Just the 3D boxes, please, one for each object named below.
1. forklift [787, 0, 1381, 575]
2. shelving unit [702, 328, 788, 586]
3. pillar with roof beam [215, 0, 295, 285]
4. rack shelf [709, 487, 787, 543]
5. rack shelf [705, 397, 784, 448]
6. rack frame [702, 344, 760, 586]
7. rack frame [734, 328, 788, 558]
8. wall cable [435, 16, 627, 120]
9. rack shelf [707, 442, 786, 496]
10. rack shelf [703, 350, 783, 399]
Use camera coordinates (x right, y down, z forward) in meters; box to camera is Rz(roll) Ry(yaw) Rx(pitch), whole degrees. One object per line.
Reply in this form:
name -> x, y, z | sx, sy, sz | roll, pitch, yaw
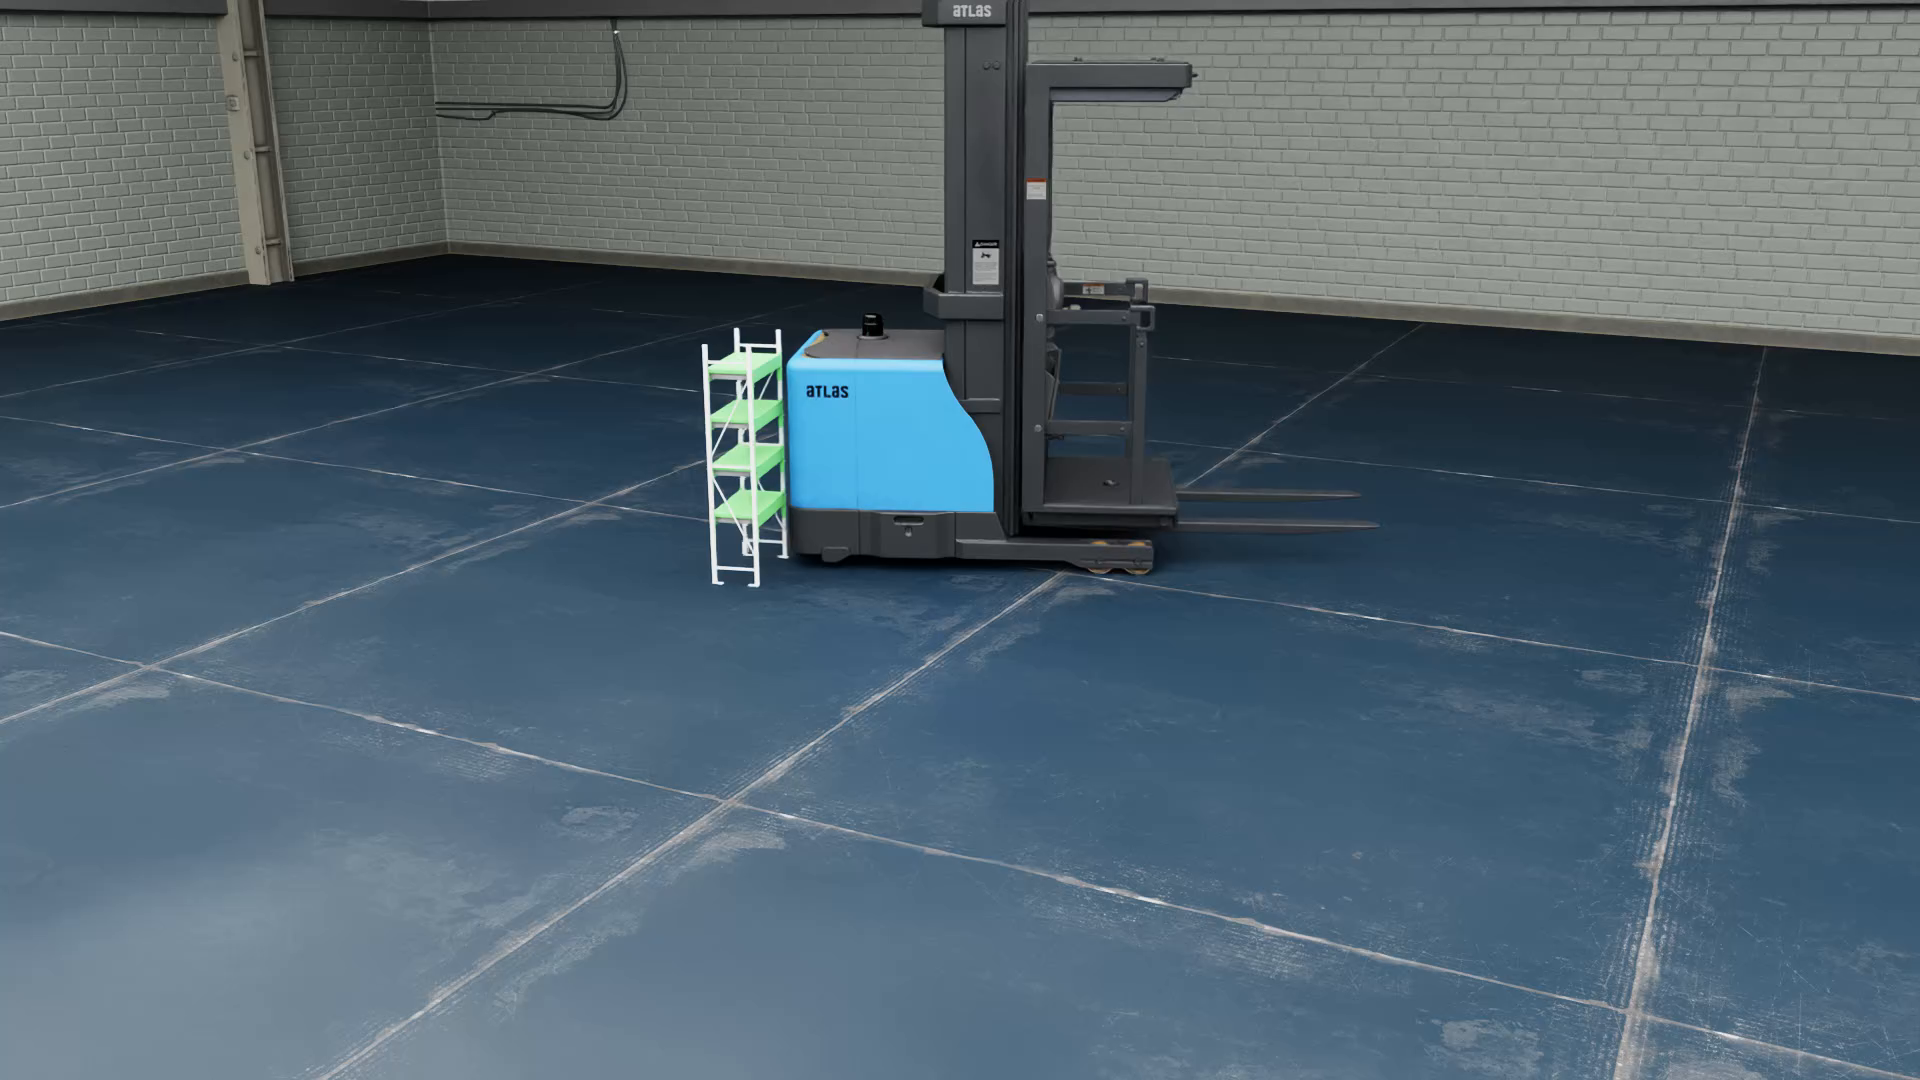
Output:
forklift -> 0.658, -1.384, 8.536 | 3.031, 2.935, 1.130 | 1, 17, 4
shelving unit -> -1.068, -0.422, 8.336 | 0.258, 1.200, 0.503 | 3, 17, 10
pillar with roof beam -> -3.970, -6.696, 15.765 | 9.100, 9.000, 0.400 | 8, 18, 25
rack shelf -> -1.068, -0.130, 8.423 | 0.258, 0.148, 0.480 | 3, 17, 10
rack shelf -> -1.068, -0.590, 8.286 | 0.258, 0.148, 0.480 | 3, 17, 10
rack frame -> -1.114, -0.353, 8.106 | 0.240, 1.200, 0.015 | 3, 17, 10
rack frame -> -1.023, -0.490, 8.566 | 0.240, 1.200, 0.015 | 3, 17, 10
wall cable -> -5.322, -6.338, 20.011 | 3.097, 2.526, 0.112 | 8, 18, 25
rack shelf -> -1.068, -0.360, 8.354 | 0.258, 0.148, 0.480 | 3, 17, 10
rack shelf -> -1.068, -0.820, 8.218 | 0.258, 0.148, 0.480 | 3, 17, 10
